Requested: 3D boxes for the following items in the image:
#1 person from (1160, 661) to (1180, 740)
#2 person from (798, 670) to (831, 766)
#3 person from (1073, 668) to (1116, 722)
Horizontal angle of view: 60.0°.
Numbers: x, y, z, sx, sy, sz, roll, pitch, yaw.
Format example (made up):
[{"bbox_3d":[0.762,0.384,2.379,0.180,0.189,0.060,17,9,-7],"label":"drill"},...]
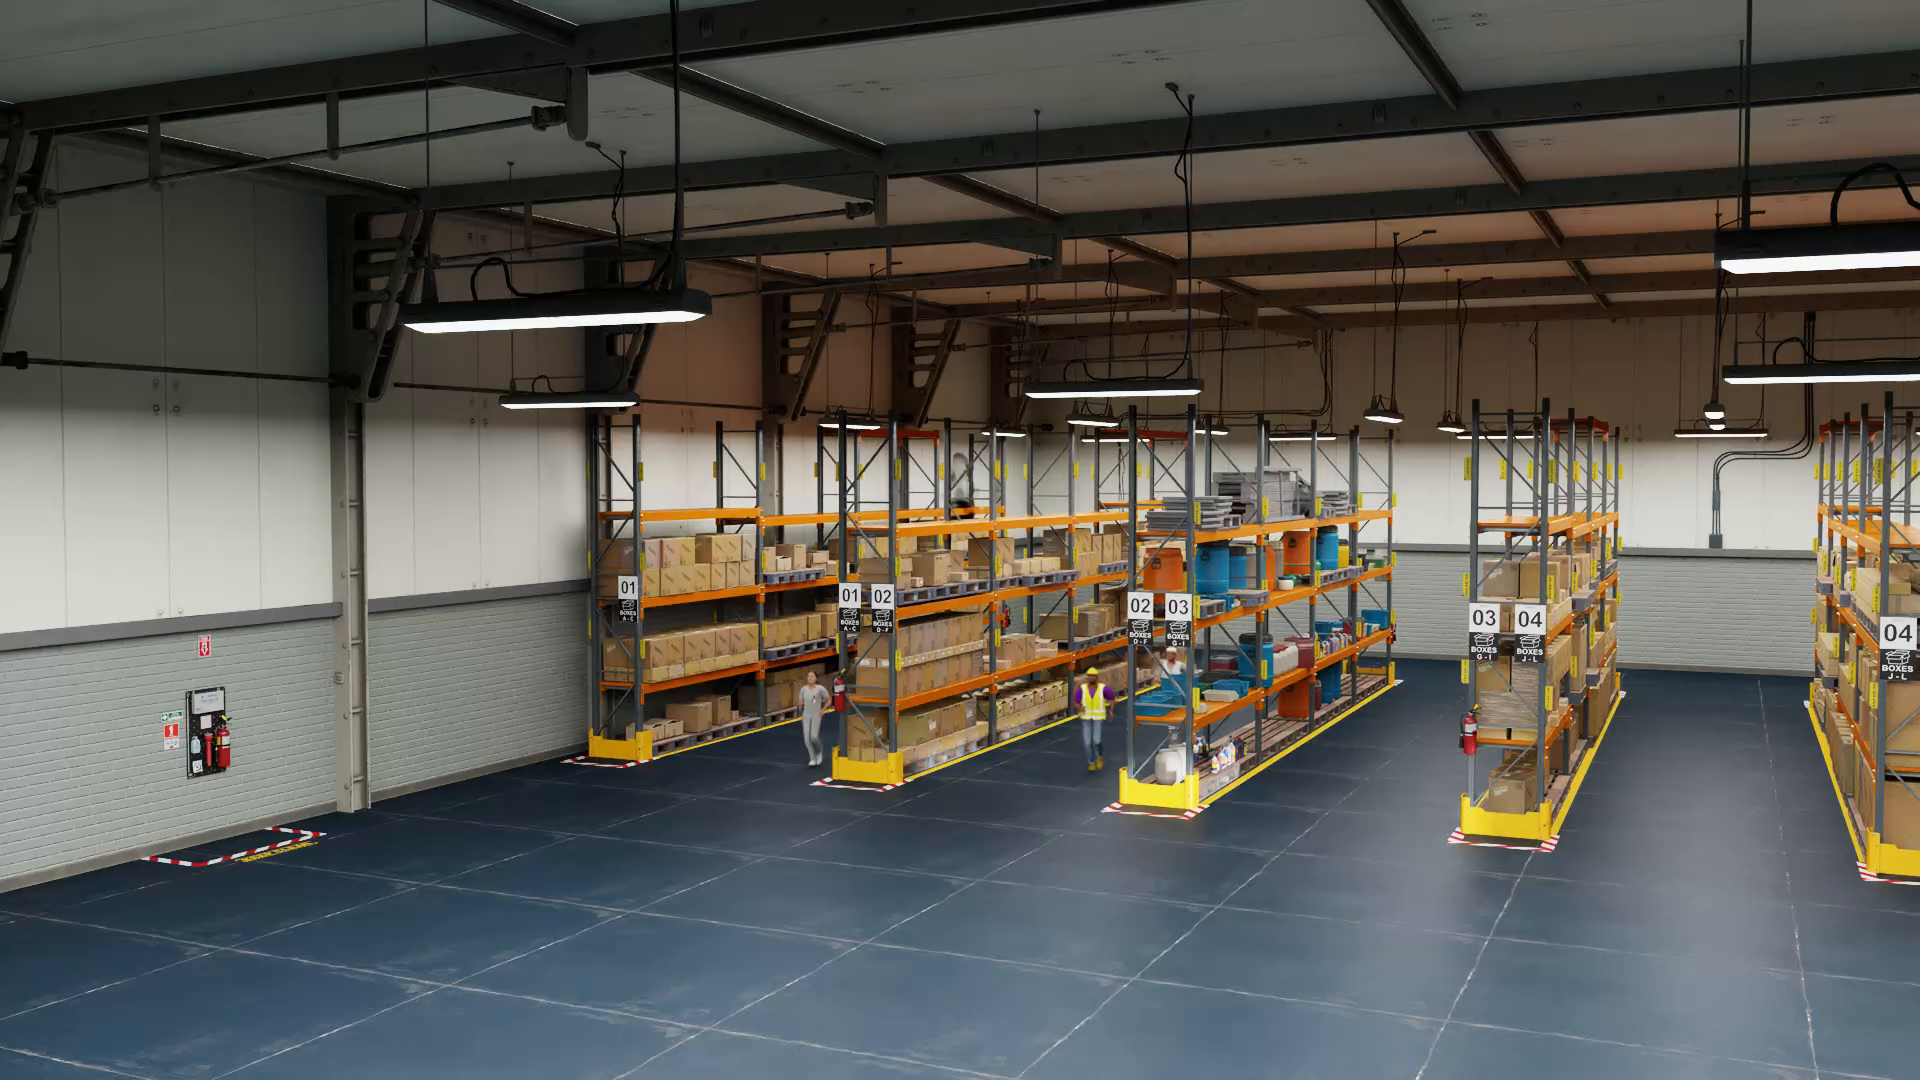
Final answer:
[{"bbox_3d":[3.877,2.908,30.351,0.417,1.419,0.681,1,3,24],"label":"person"},{"bbox_3d":[-2.509,3.017,28.116,0.554,1.627,0.548,1,2,14],"label":"person"},{"bbox_3d":[2.212,2.577,27.619,0.684,0.906,0.626,1,2,13],"label":"person"}]
